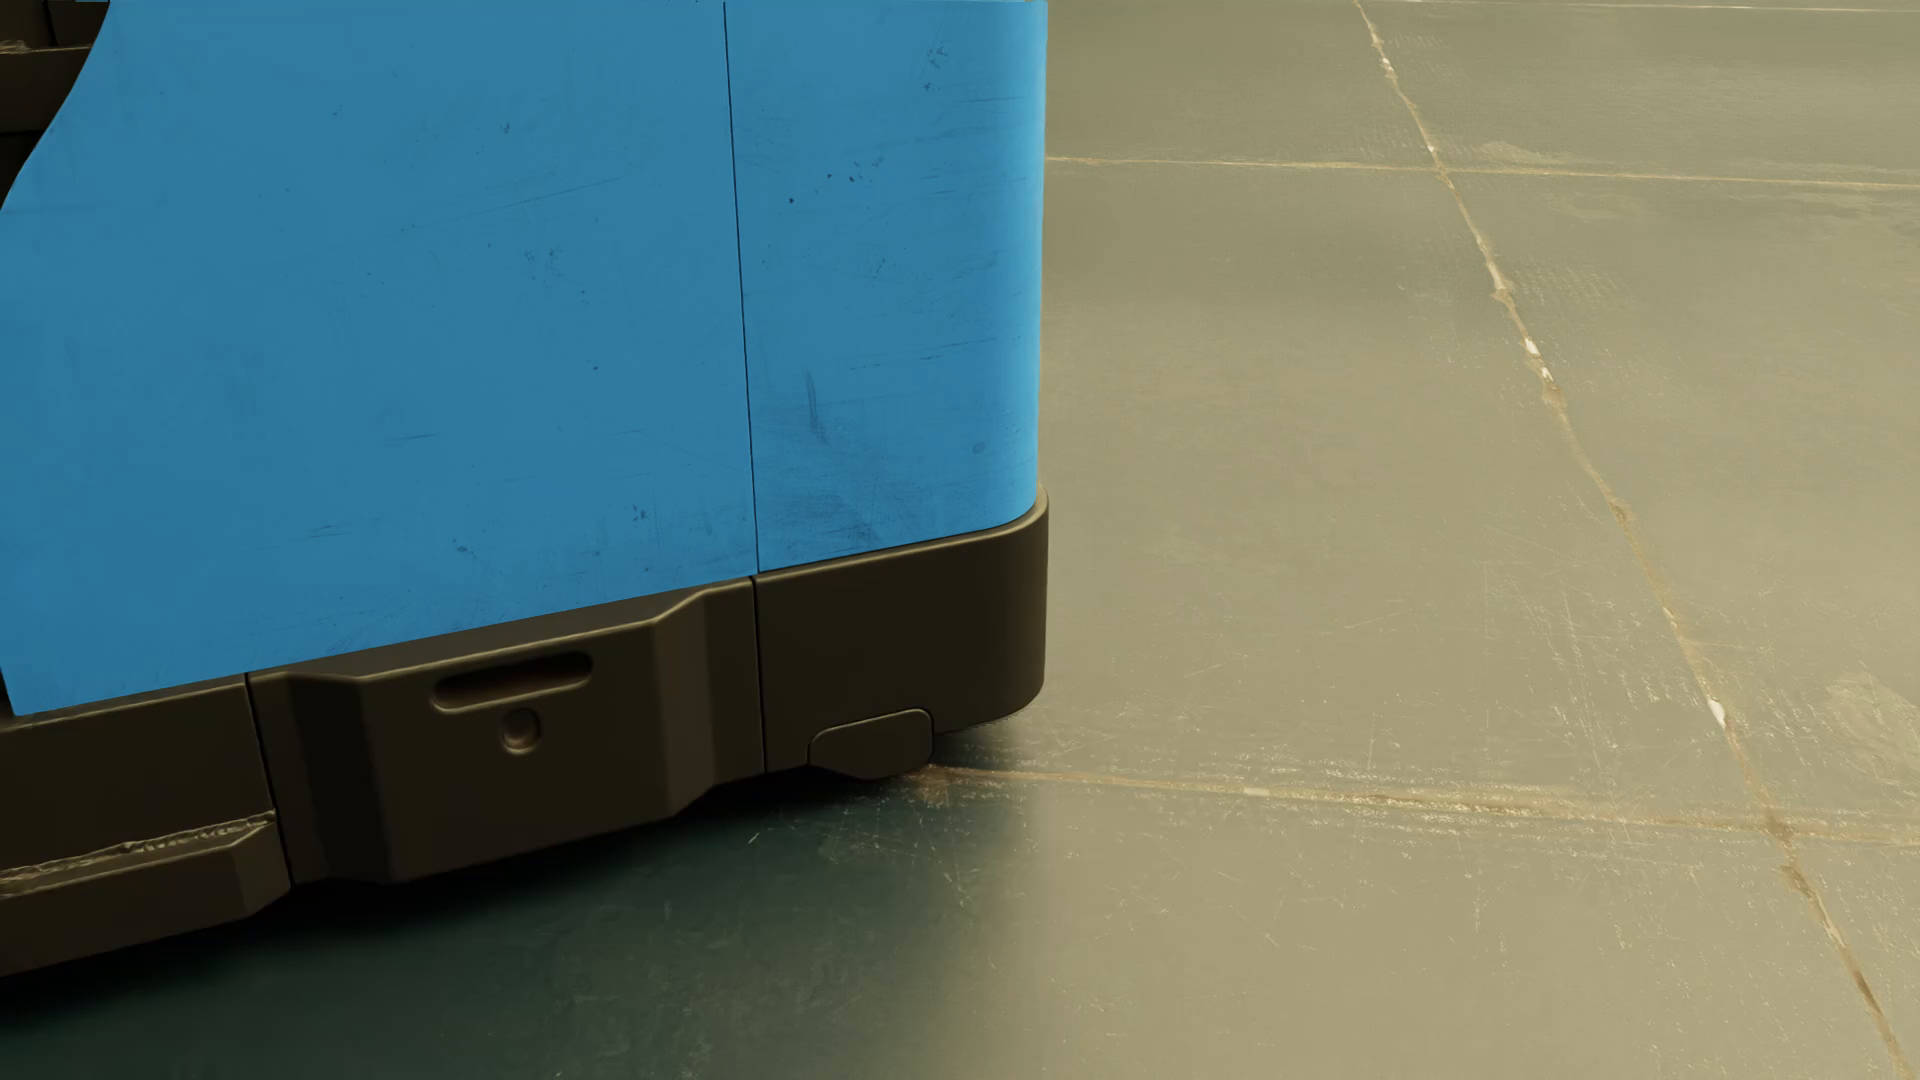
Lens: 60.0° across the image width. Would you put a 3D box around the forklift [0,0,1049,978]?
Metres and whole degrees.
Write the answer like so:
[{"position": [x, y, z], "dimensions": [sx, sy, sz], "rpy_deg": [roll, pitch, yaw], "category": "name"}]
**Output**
[{"position": [-1.463, -1.003, 1.227], "dimensions": [3.031, 2.935, 1.130], "rpy_deg": [-11, 29, -21], "category": "forklift"}]
